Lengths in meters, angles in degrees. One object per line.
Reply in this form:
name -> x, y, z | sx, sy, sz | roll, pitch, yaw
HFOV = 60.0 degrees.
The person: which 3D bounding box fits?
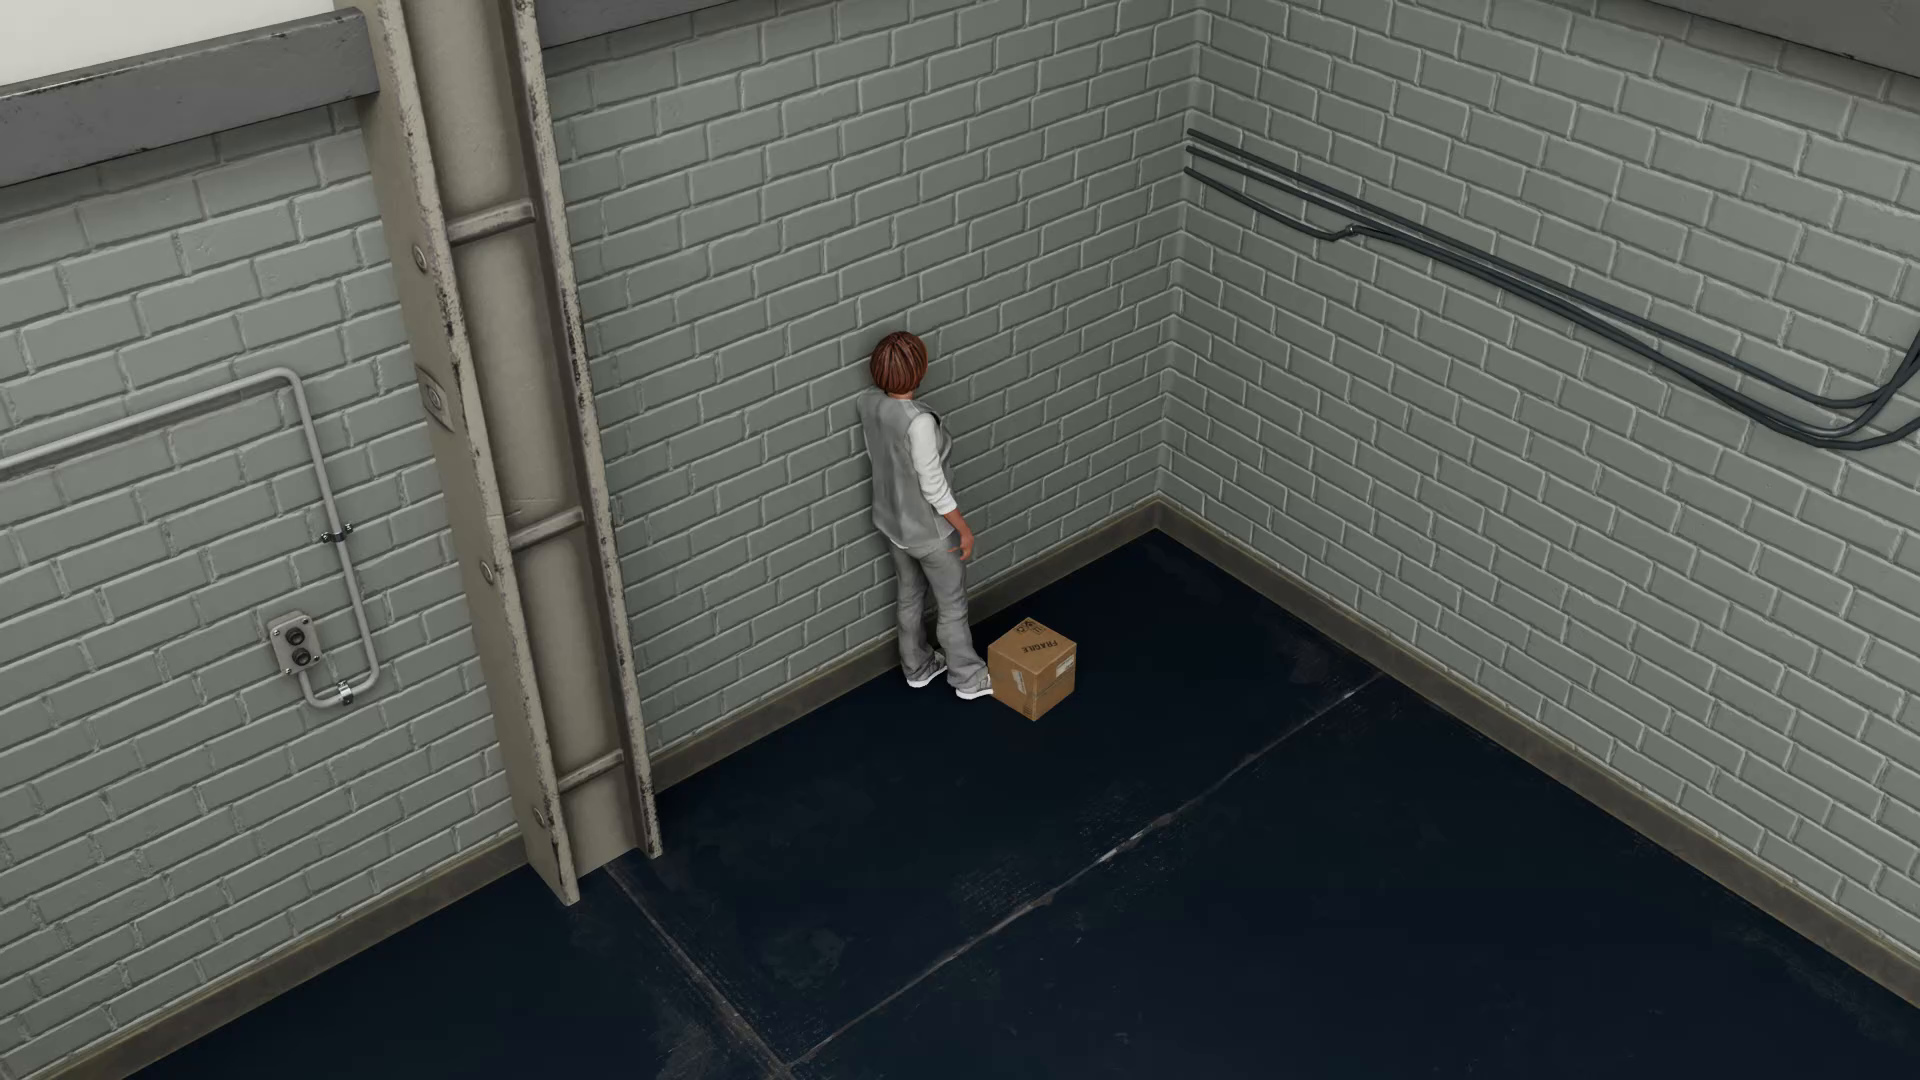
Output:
person -> -0.096, -0.091, 6.270 | 0.472, 1.593, 0.521 | -27, 44, -31
